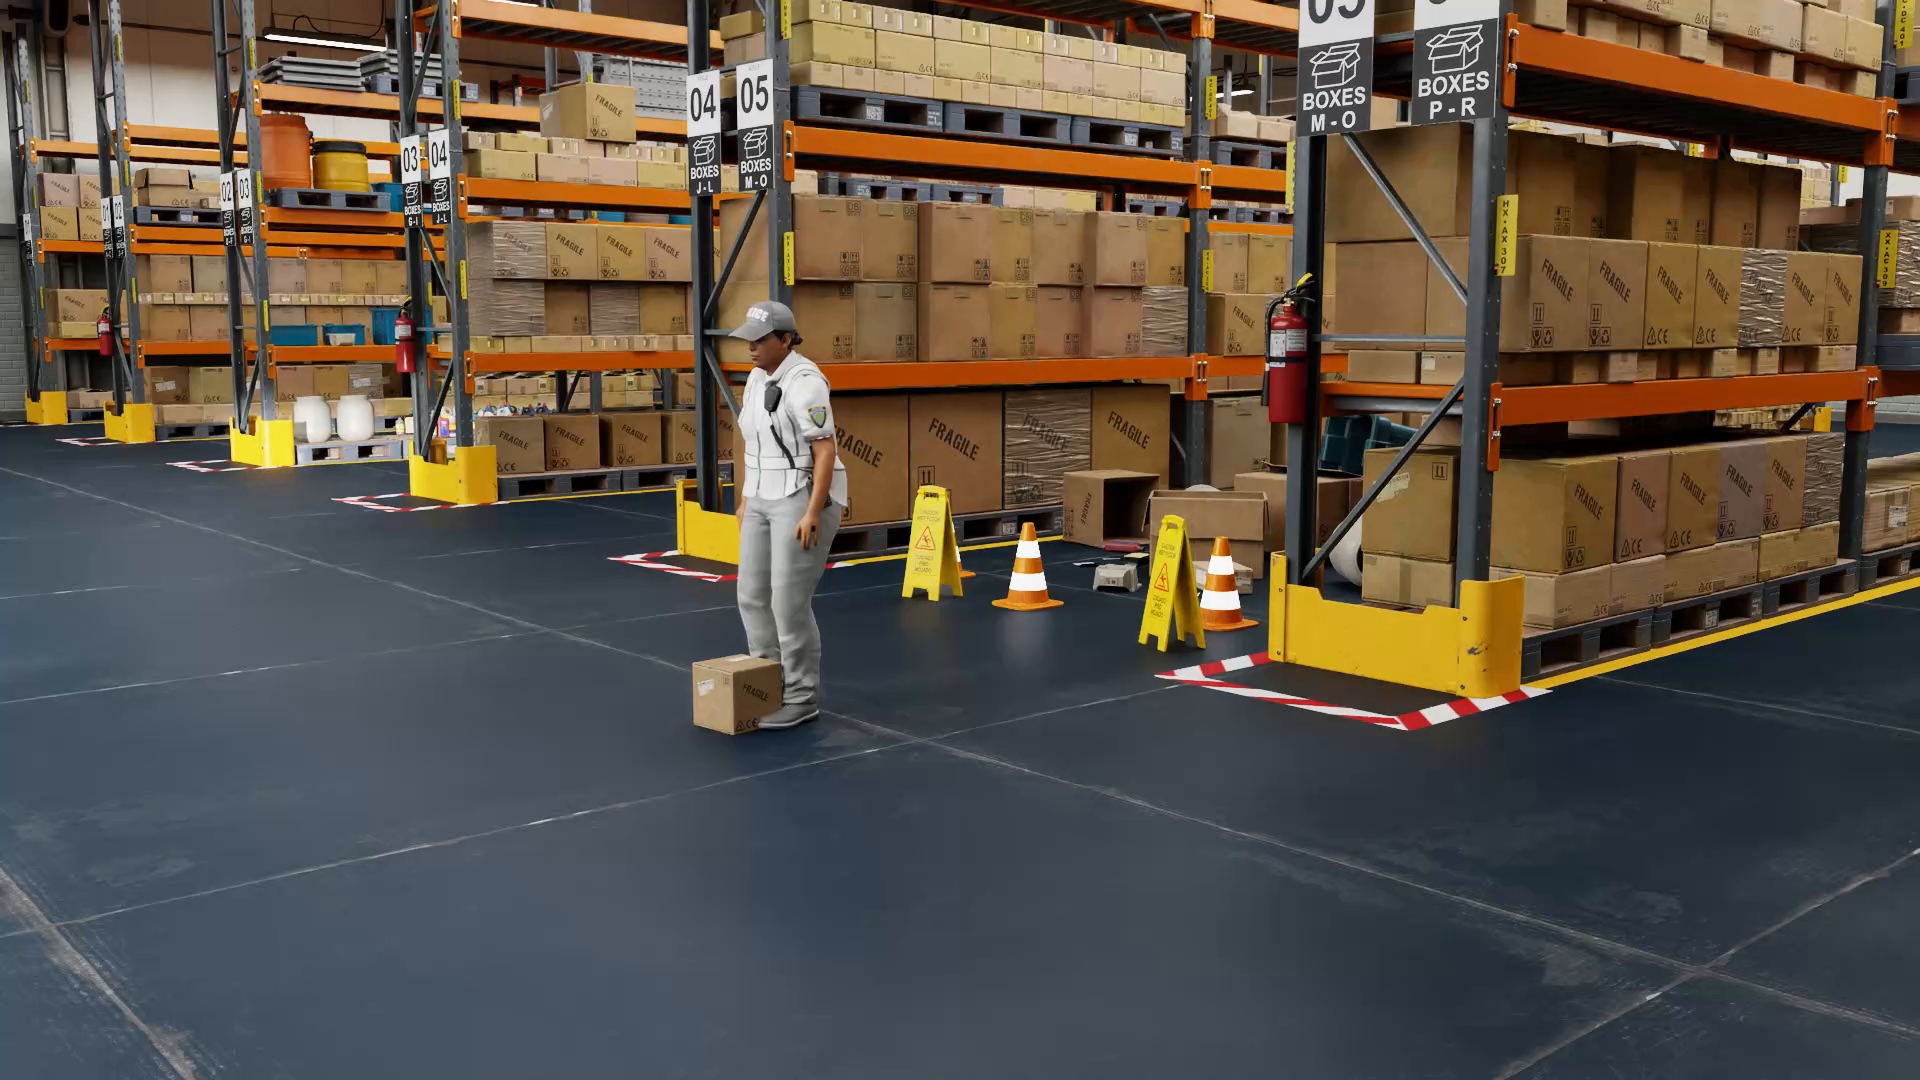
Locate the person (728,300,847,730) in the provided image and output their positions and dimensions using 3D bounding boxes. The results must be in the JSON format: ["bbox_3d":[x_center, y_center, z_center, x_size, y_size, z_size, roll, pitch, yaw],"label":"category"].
[{"bbox_3d":[-0.713,-0.113,6.621,0.466,1.666,0.538,-6,10,-40],"label":"person"}]
